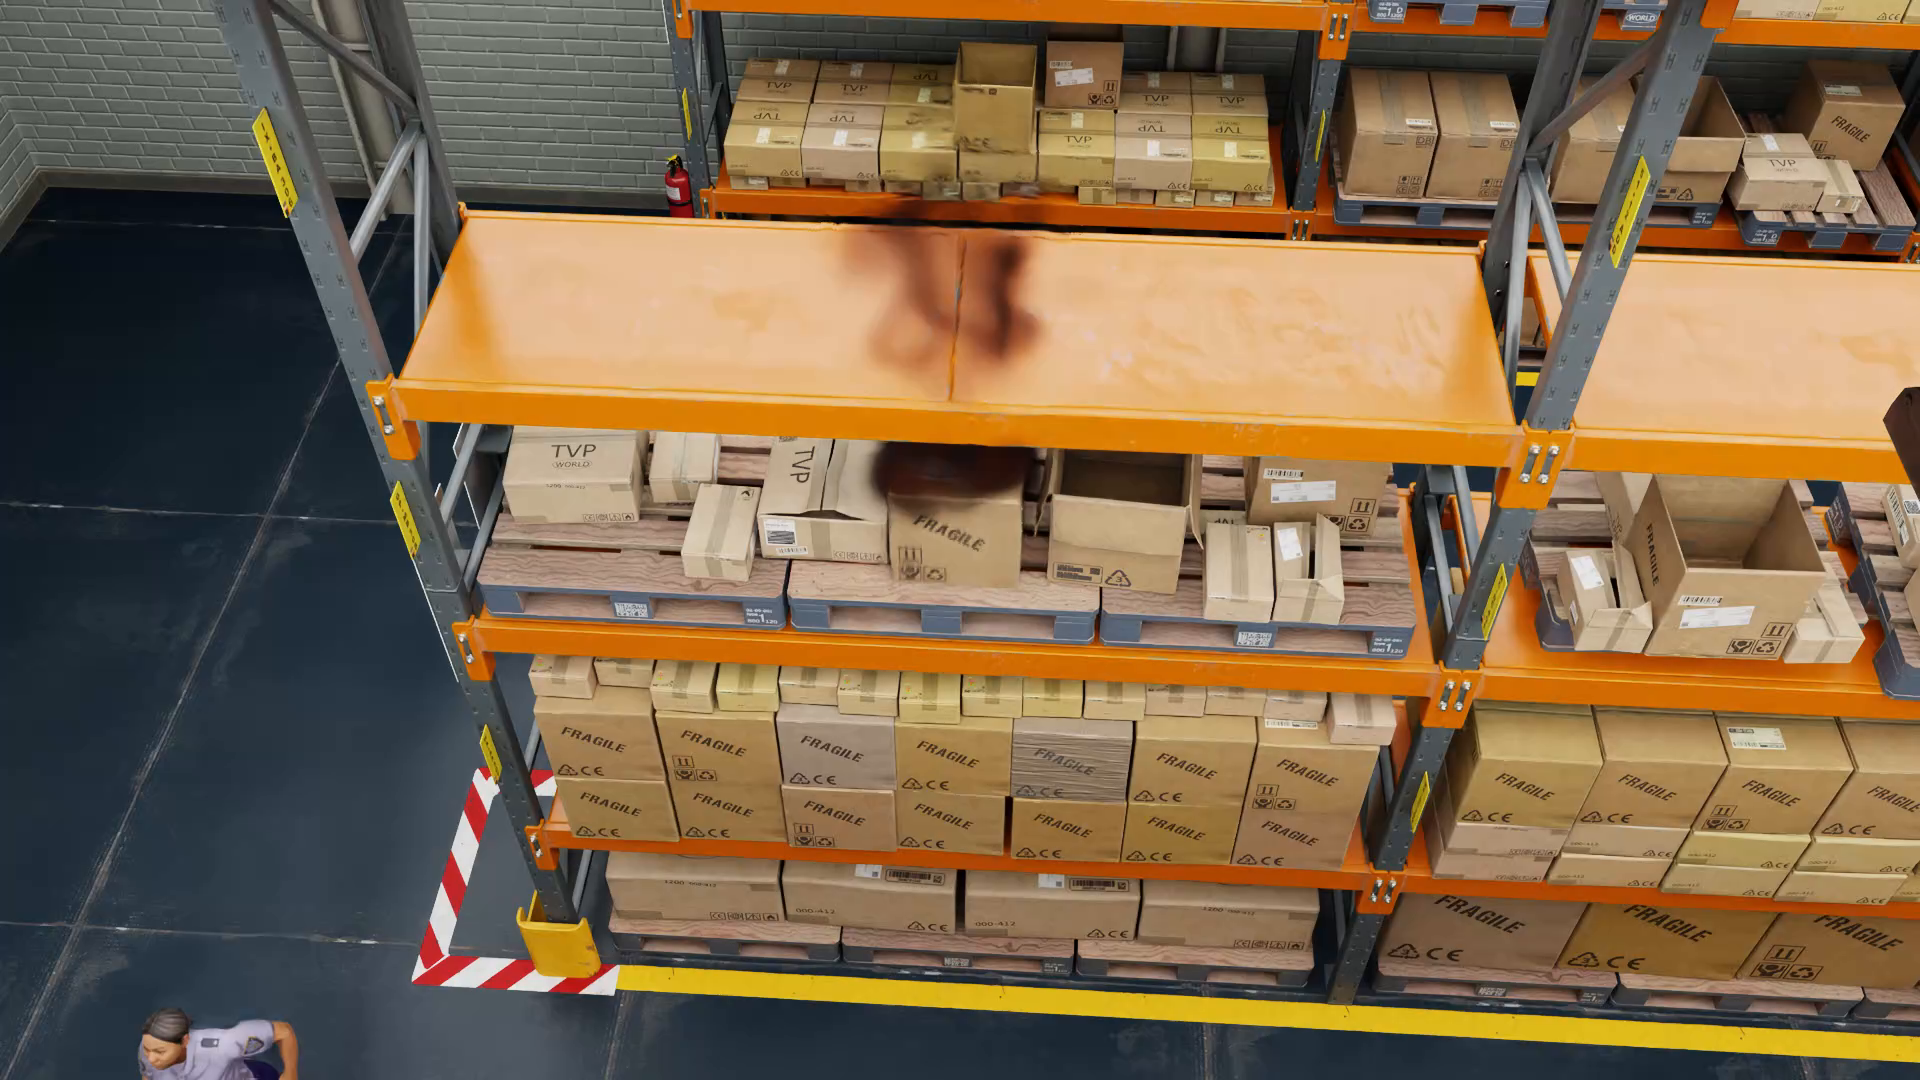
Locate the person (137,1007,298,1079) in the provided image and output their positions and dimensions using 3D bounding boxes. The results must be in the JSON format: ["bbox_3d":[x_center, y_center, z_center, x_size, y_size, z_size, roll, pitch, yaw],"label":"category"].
[{"bbox_3d":[-3.235,2.508,7.395,0.630,1.602,0.700,7,48,6],"label":"person"}]
